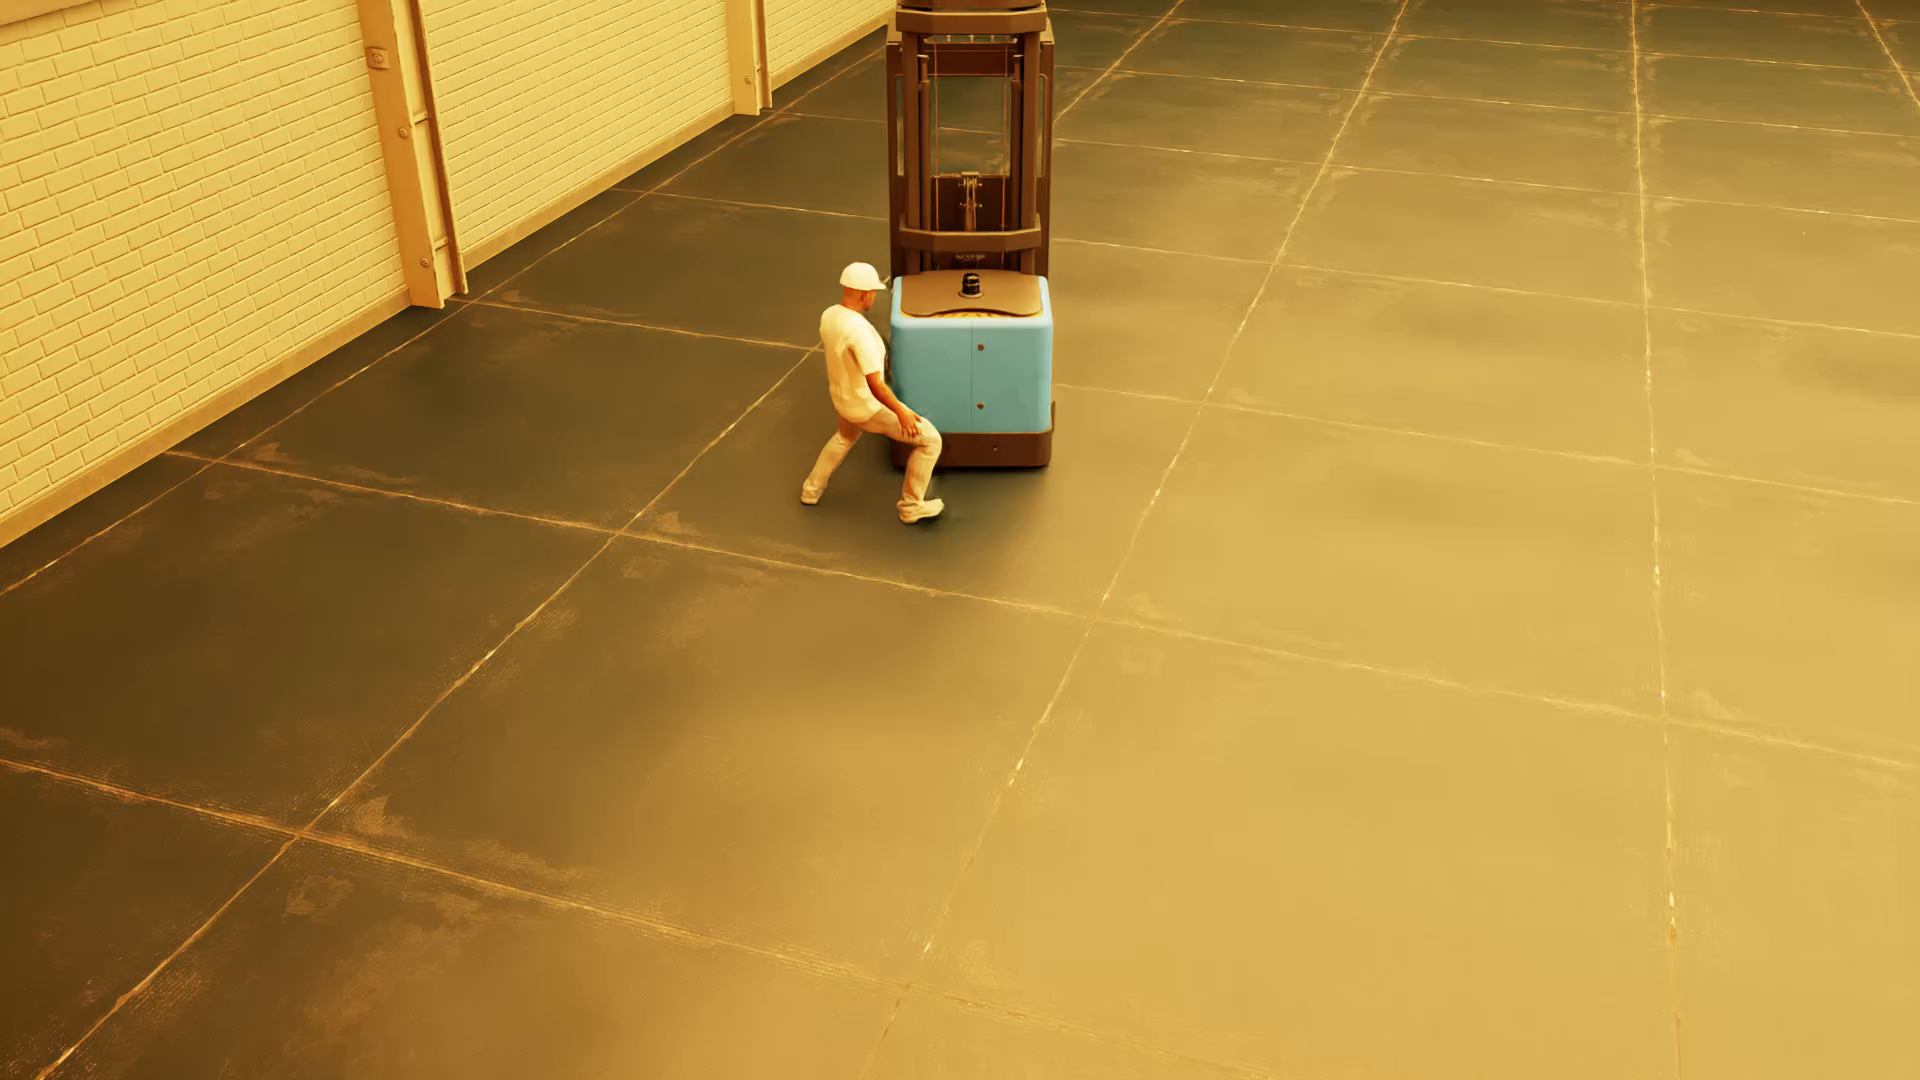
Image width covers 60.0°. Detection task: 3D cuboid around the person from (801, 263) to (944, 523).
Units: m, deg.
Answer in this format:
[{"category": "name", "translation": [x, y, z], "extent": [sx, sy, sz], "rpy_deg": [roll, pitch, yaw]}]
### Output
[{"category": "person", "translation": [-0.583, -0.908, 10.090], "extent": [0.719, 1.632, 1.020], "rpy_deg": [-14, 33, -23]}]

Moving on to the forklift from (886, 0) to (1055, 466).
[{"category": "forklift", "translation": [0.063, -2.438, 11.414], "extent": [1.130, 2.935, 3.031], "rpy_deg": [0, 30, 0]}]
